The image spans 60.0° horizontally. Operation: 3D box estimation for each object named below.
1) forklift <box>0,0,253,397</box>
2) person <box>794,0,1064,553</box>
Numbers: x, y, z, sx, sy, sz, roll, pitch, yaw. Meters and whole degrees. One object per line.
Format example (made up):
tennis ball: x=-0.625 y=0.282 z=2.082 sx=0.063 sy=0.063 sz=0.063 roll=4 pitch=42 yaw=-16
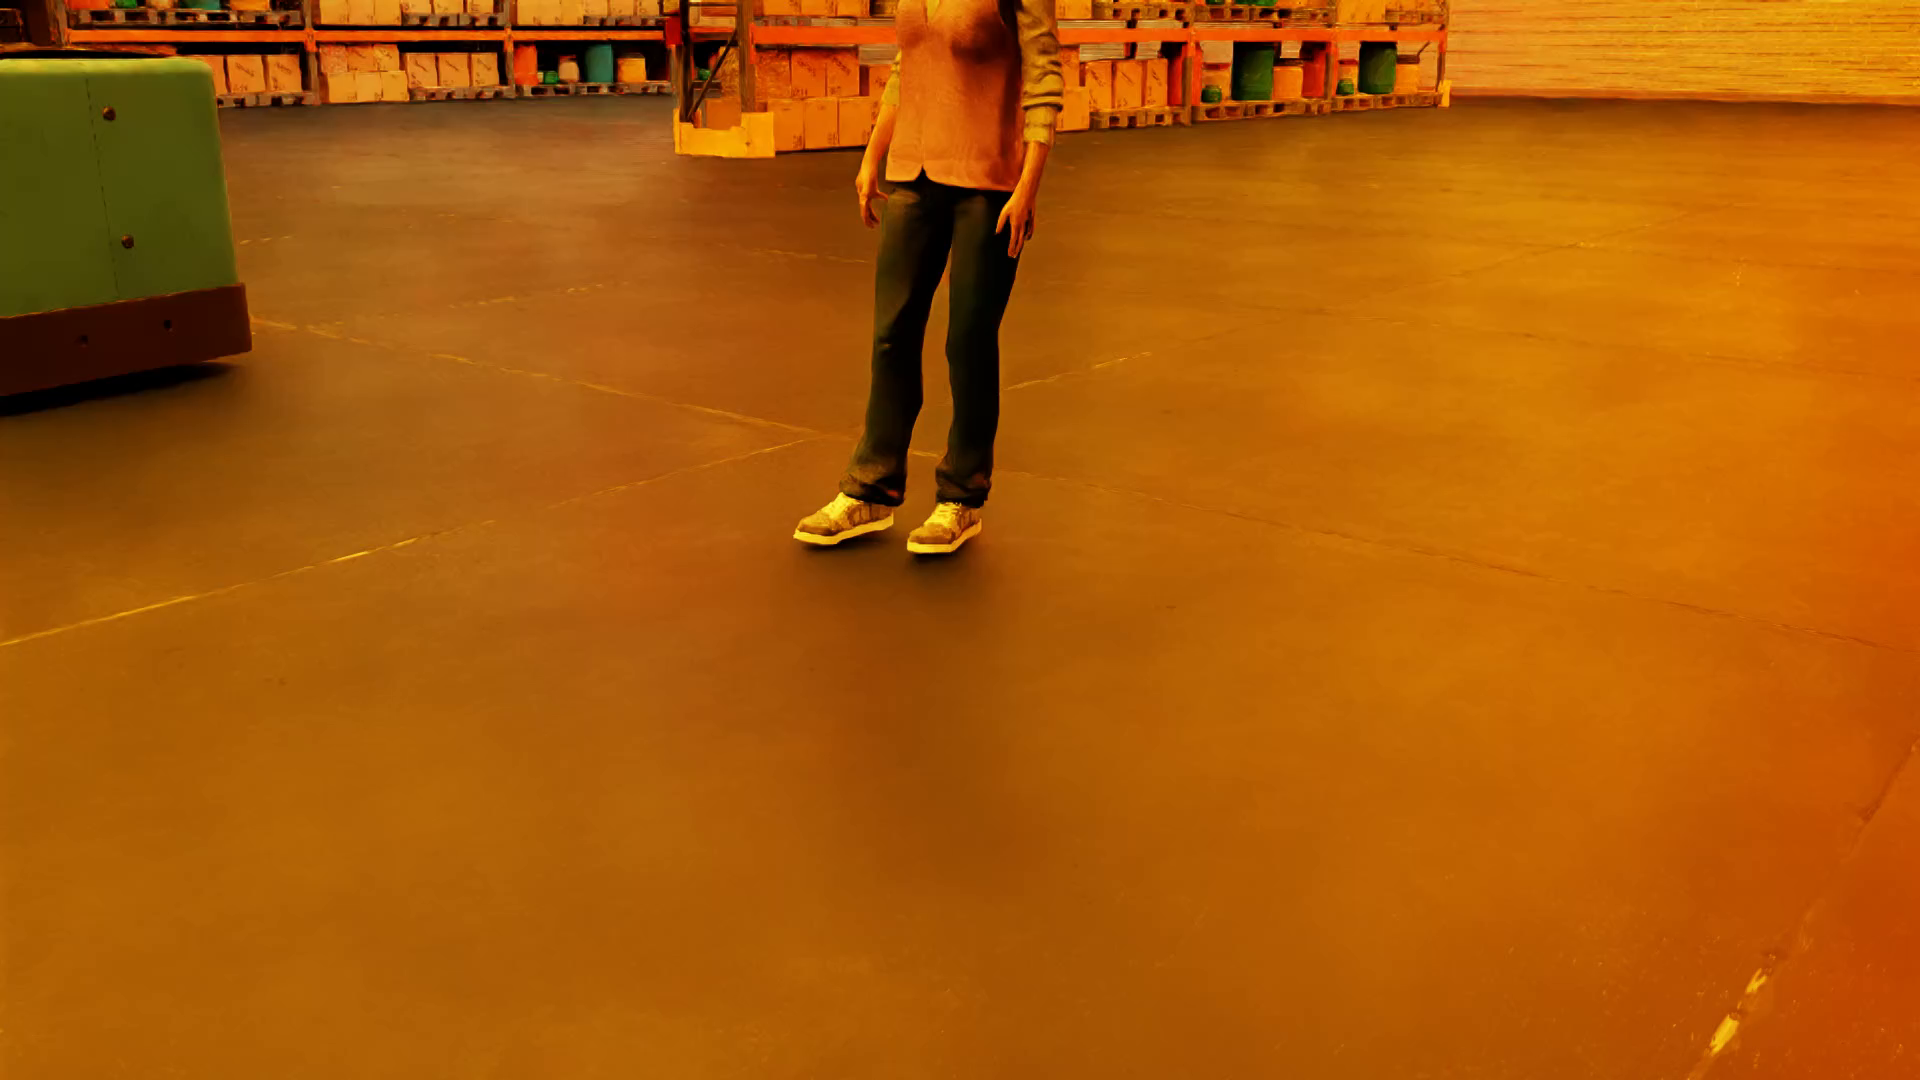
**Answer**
forklift: x=-4.058 y=-2.107 z=5.837 sx=3.031 sy=2.935 sz=1.130 roll=10 pitch=19 yaw=29
person: x=-0.058 y=-0.757 z=3.662 sx=0.520 sy=1.597 sz=0.474 roll=13 pitch=21 yaw=37
